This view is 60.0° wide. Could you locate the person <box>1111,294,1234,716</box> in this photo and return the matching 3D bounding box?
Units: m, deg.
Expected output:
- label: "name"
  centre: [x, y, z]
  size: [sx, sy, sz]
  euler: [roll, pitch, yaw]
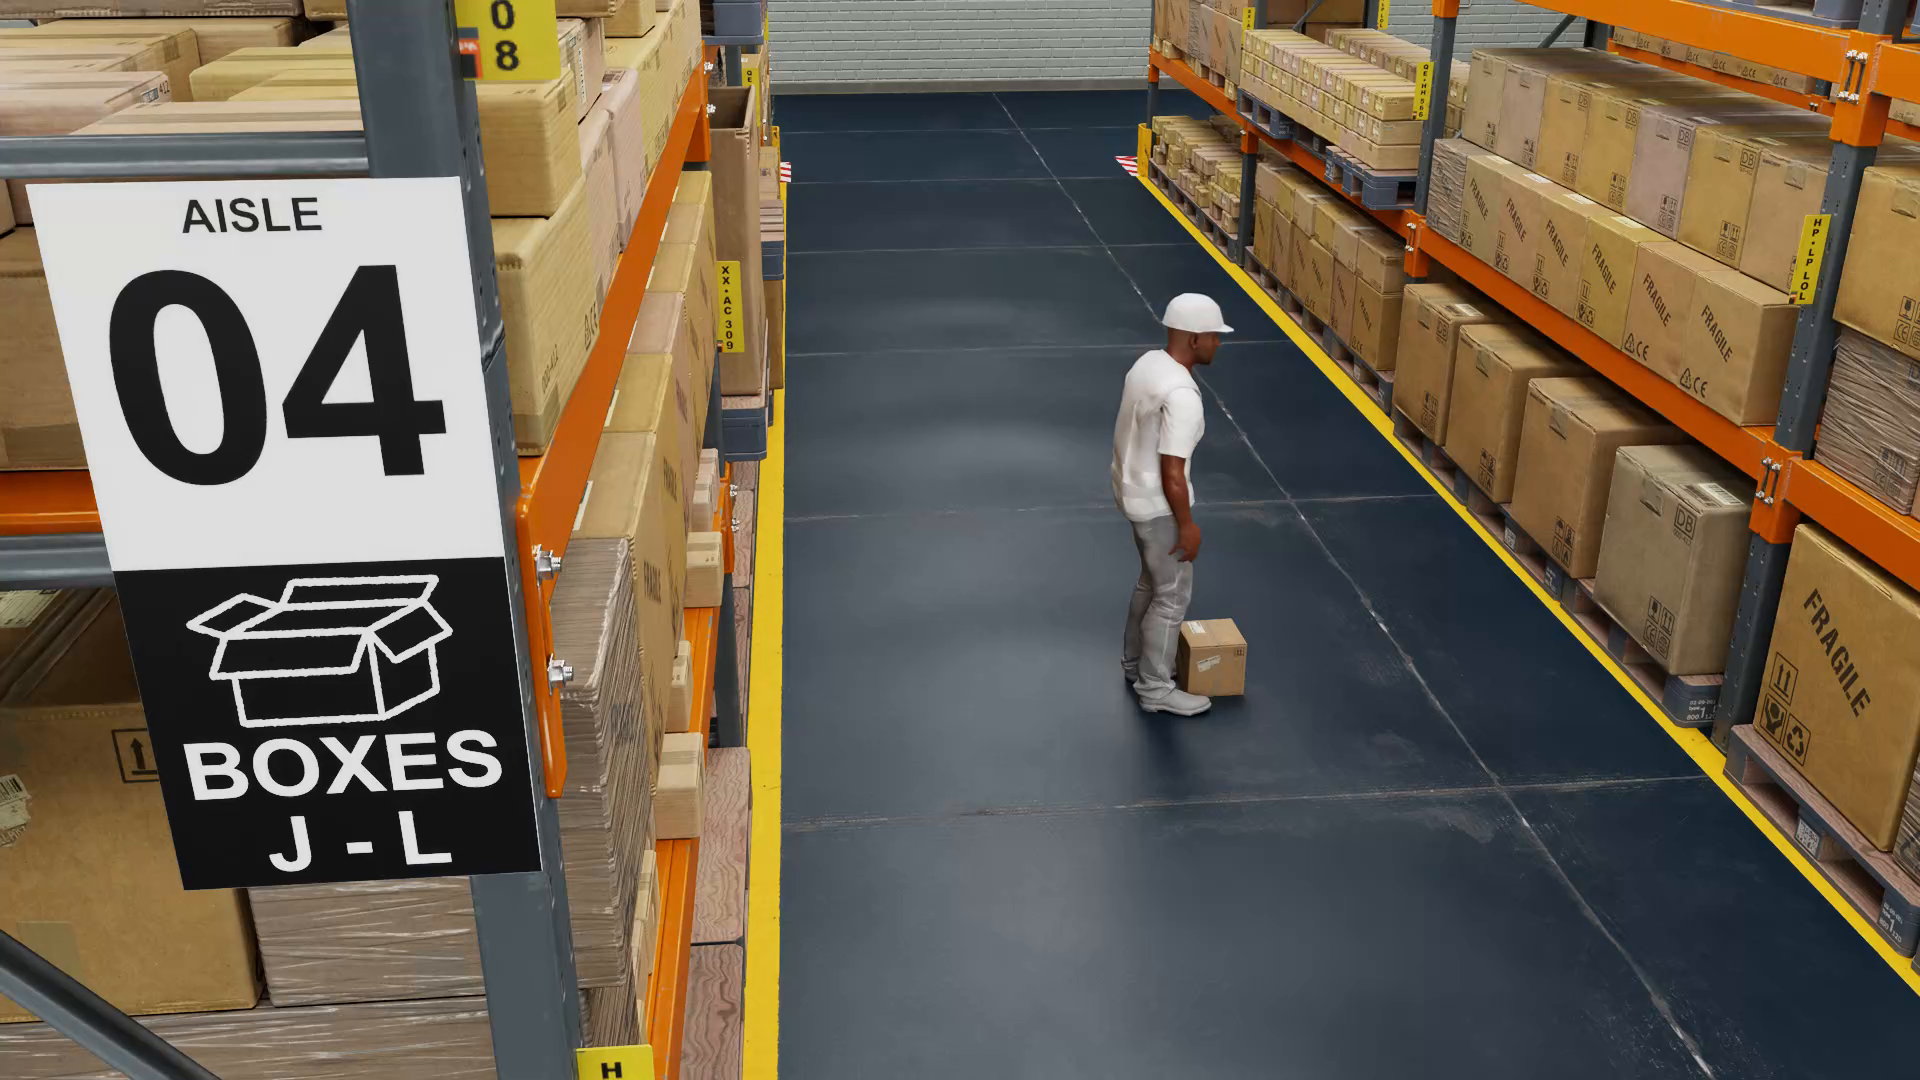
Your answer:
- label: "person"
  centre: [0.873, -0.161, 6.945]
  size: [0.463, 1.760, 0.627]
  euler: [-2, 24, -6]
